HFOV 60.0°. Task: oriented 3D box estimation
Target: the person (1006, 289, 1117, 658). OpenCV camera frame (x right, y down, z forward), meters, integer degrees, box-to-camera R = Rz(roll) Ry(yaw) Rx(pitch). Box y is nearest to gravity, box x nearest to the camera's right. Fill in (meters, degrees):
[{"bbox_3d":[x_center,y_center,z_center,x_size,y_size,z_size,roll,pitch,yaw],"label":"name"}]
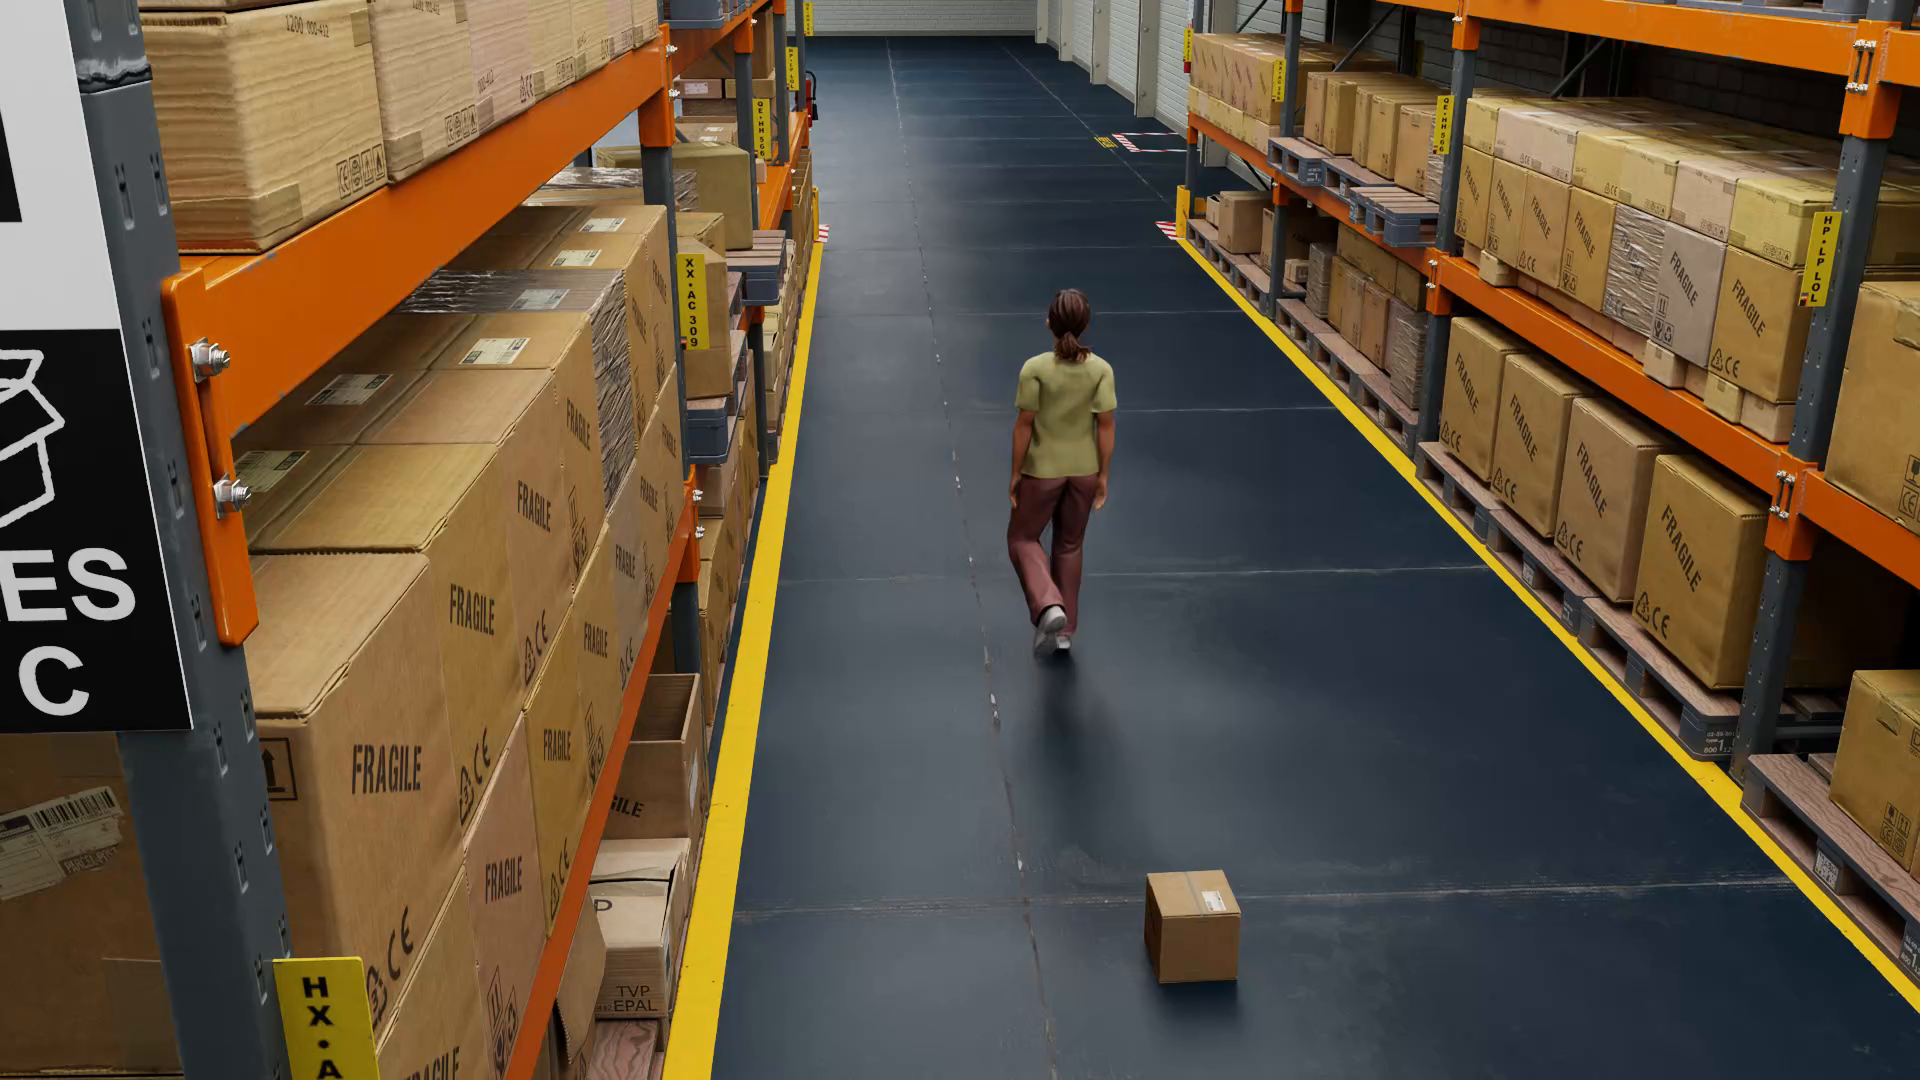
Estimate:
[{"bbox_3d":[0.442,-0.269,7.236,0.457,1.655,0.623,-4,21,-10],"label":"person"}]
